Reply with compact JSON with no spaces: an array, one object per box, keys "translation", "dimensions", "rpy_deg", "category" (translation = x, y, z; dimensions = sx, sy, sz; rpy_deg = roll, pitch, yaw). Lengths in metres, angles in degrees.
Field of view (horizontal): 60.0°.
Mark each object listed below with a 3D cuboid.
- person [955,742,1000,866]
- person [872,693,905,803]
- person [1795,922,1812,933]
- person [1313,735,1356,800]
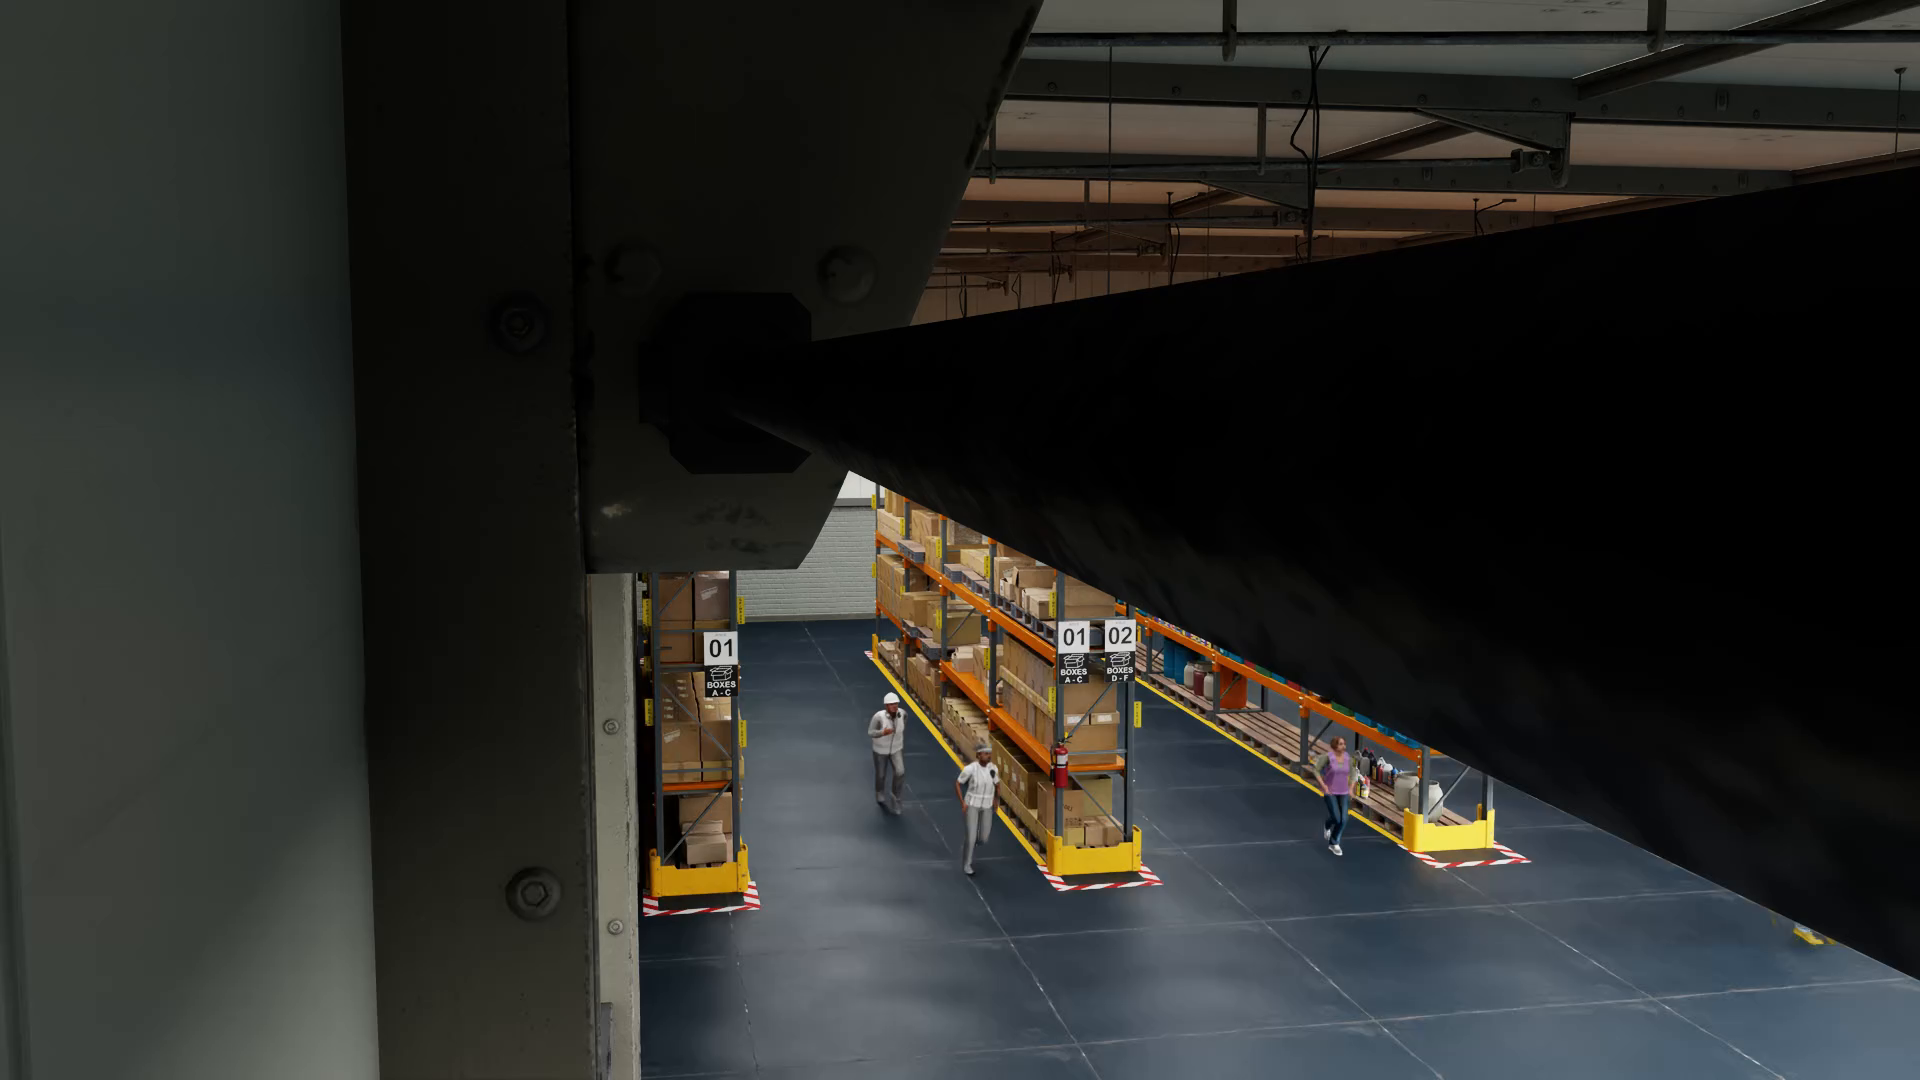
[{"translation":[0.239,3.323,21.063],"dimensions":[0.618,1.559,0.482],"rpy_deg":[-2,6,-18],"category":"person"},{"translation":[-1.050,2.932,23.837],"dimensions":[0.445,1.592,0.868],"rpy_deg":[-2,6,-16],"category":"person"},{"translation":[9.566,3.502,18.149],"dimensions":[0.774,1.663,0.720],"rpy_deg":[2,6,16],"category":"person"},{"translation":[4.934,2.977,21.756],"dimensions":[0.569,0.852,0.308],"rpy_deg":[-1,6,-9],"category":"person"}]
